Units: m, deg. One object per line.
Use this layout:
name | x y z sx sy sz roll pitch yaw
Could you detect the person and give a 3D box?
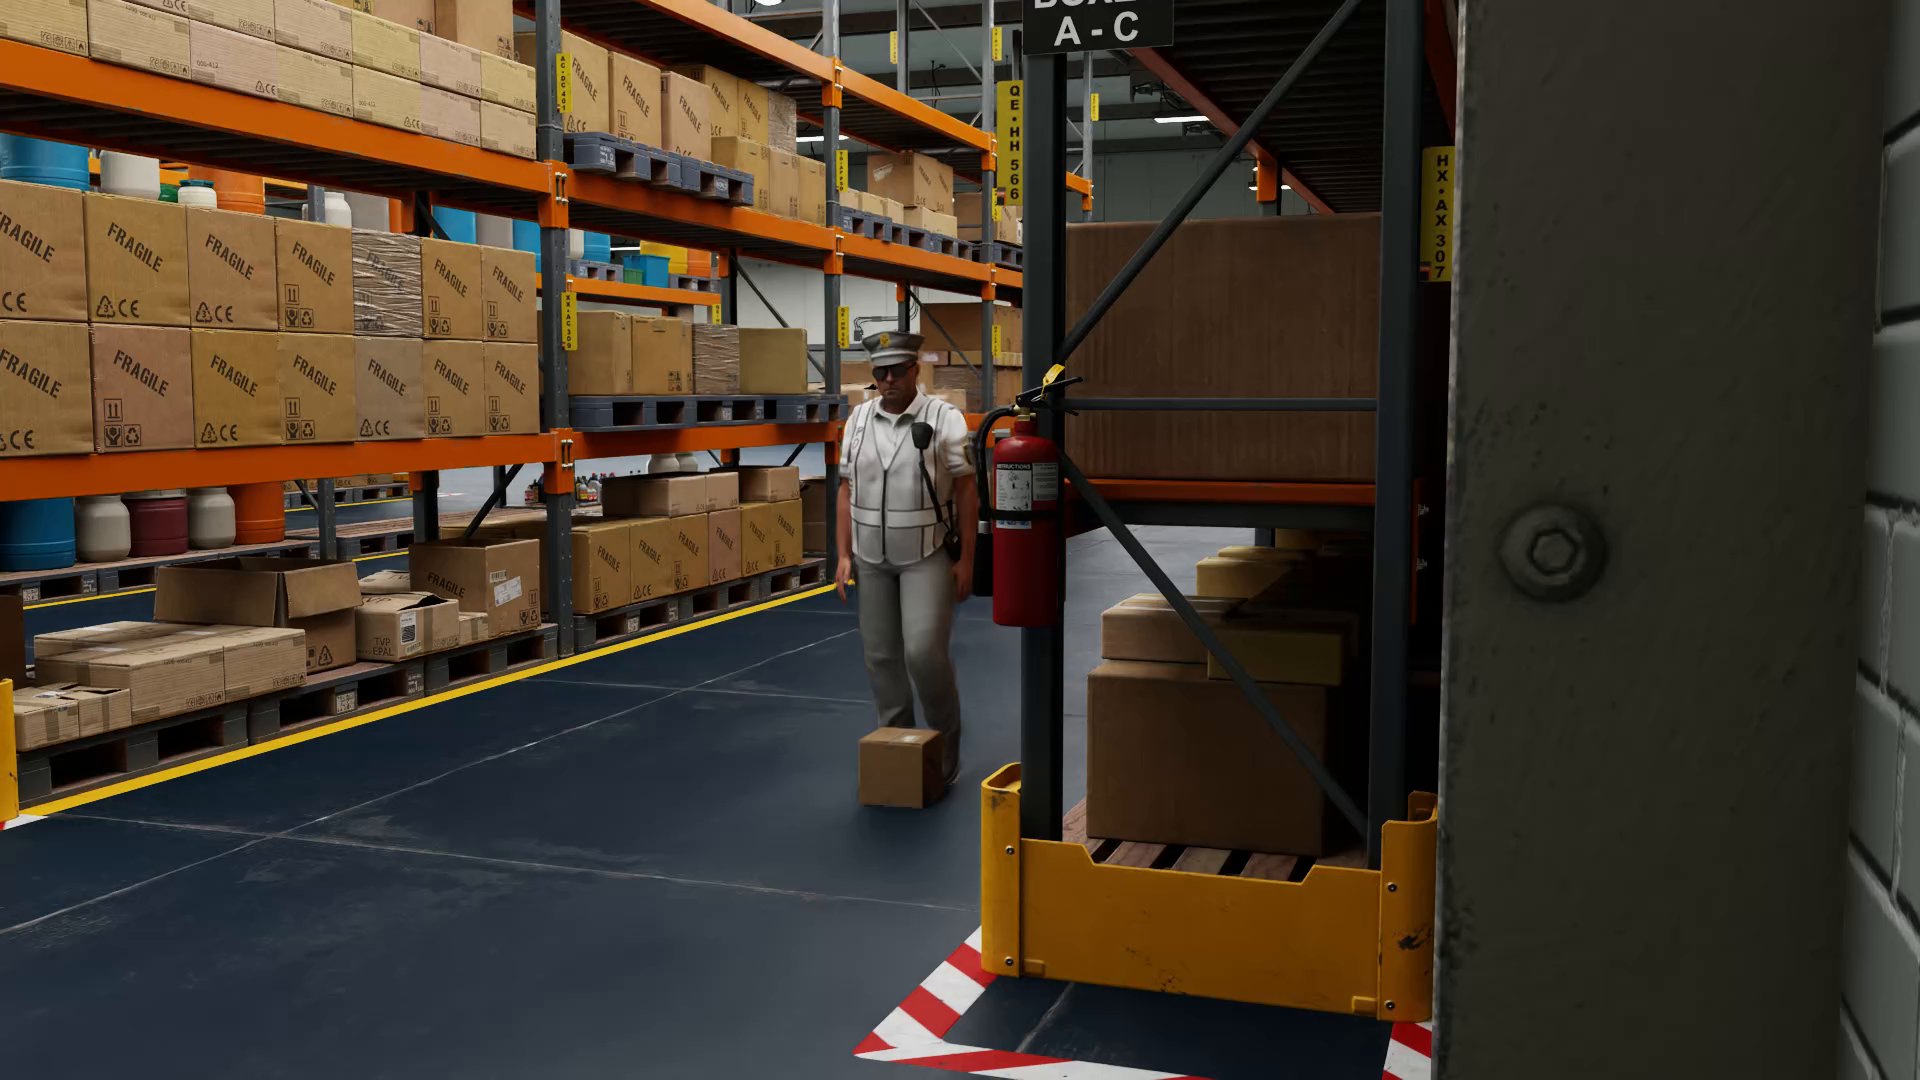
person | -0.208 0.088 6.456 0.549 1.777 0.462 2 6 22
